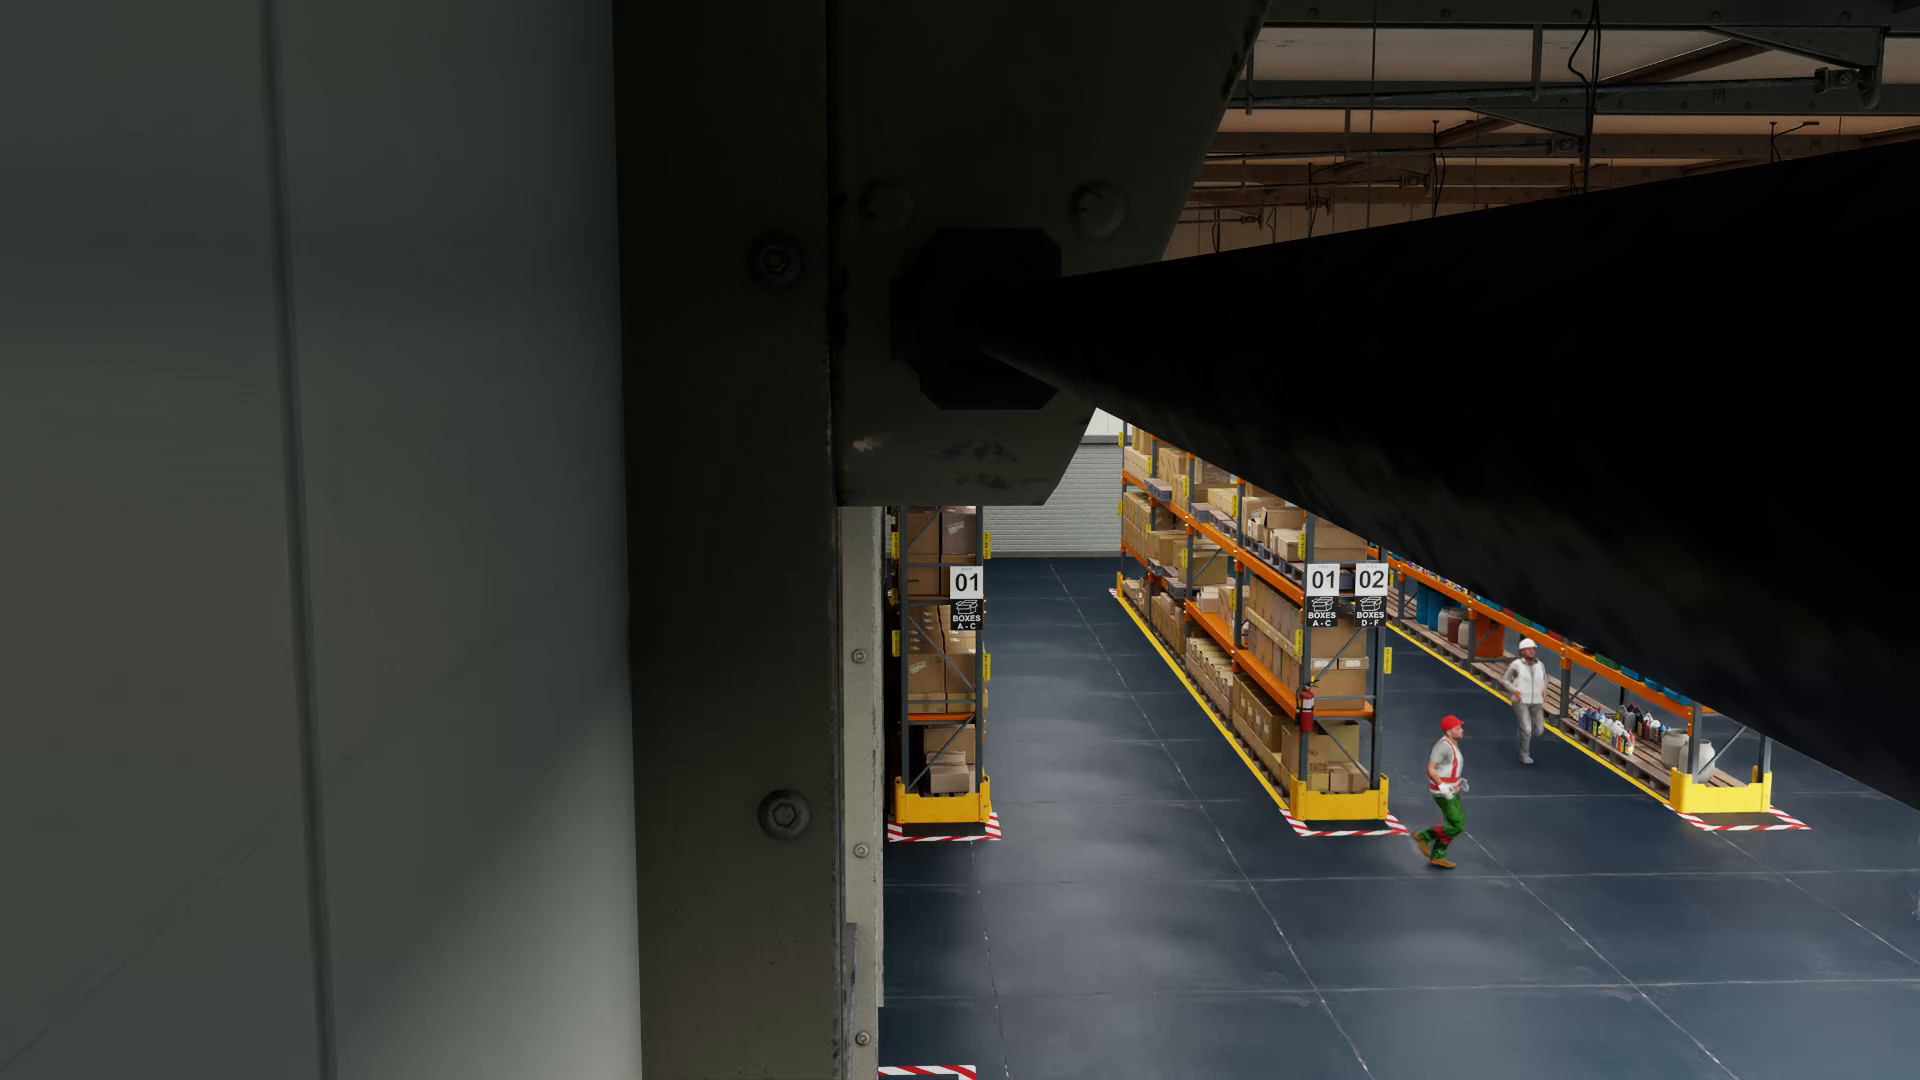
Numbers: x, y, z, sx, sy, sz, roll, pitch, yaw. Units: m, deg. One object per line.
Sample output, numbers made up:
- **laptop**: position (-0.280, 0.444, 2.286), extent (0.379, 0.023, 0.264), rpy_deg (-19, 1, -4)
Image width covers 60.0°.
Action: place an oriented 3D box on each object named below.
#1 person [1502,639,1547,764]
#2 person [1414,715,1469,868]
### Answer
- **person**: position (7.886, 2.229, 23.196), extent (0.659, 1.722, 0.614), rpy_deg (-1, 8, -7)
- **person**: position (5.468, 2.844, 18.839), extent (0.561, 1.753, 0.660), rpy_deg (4, 9, 27)
